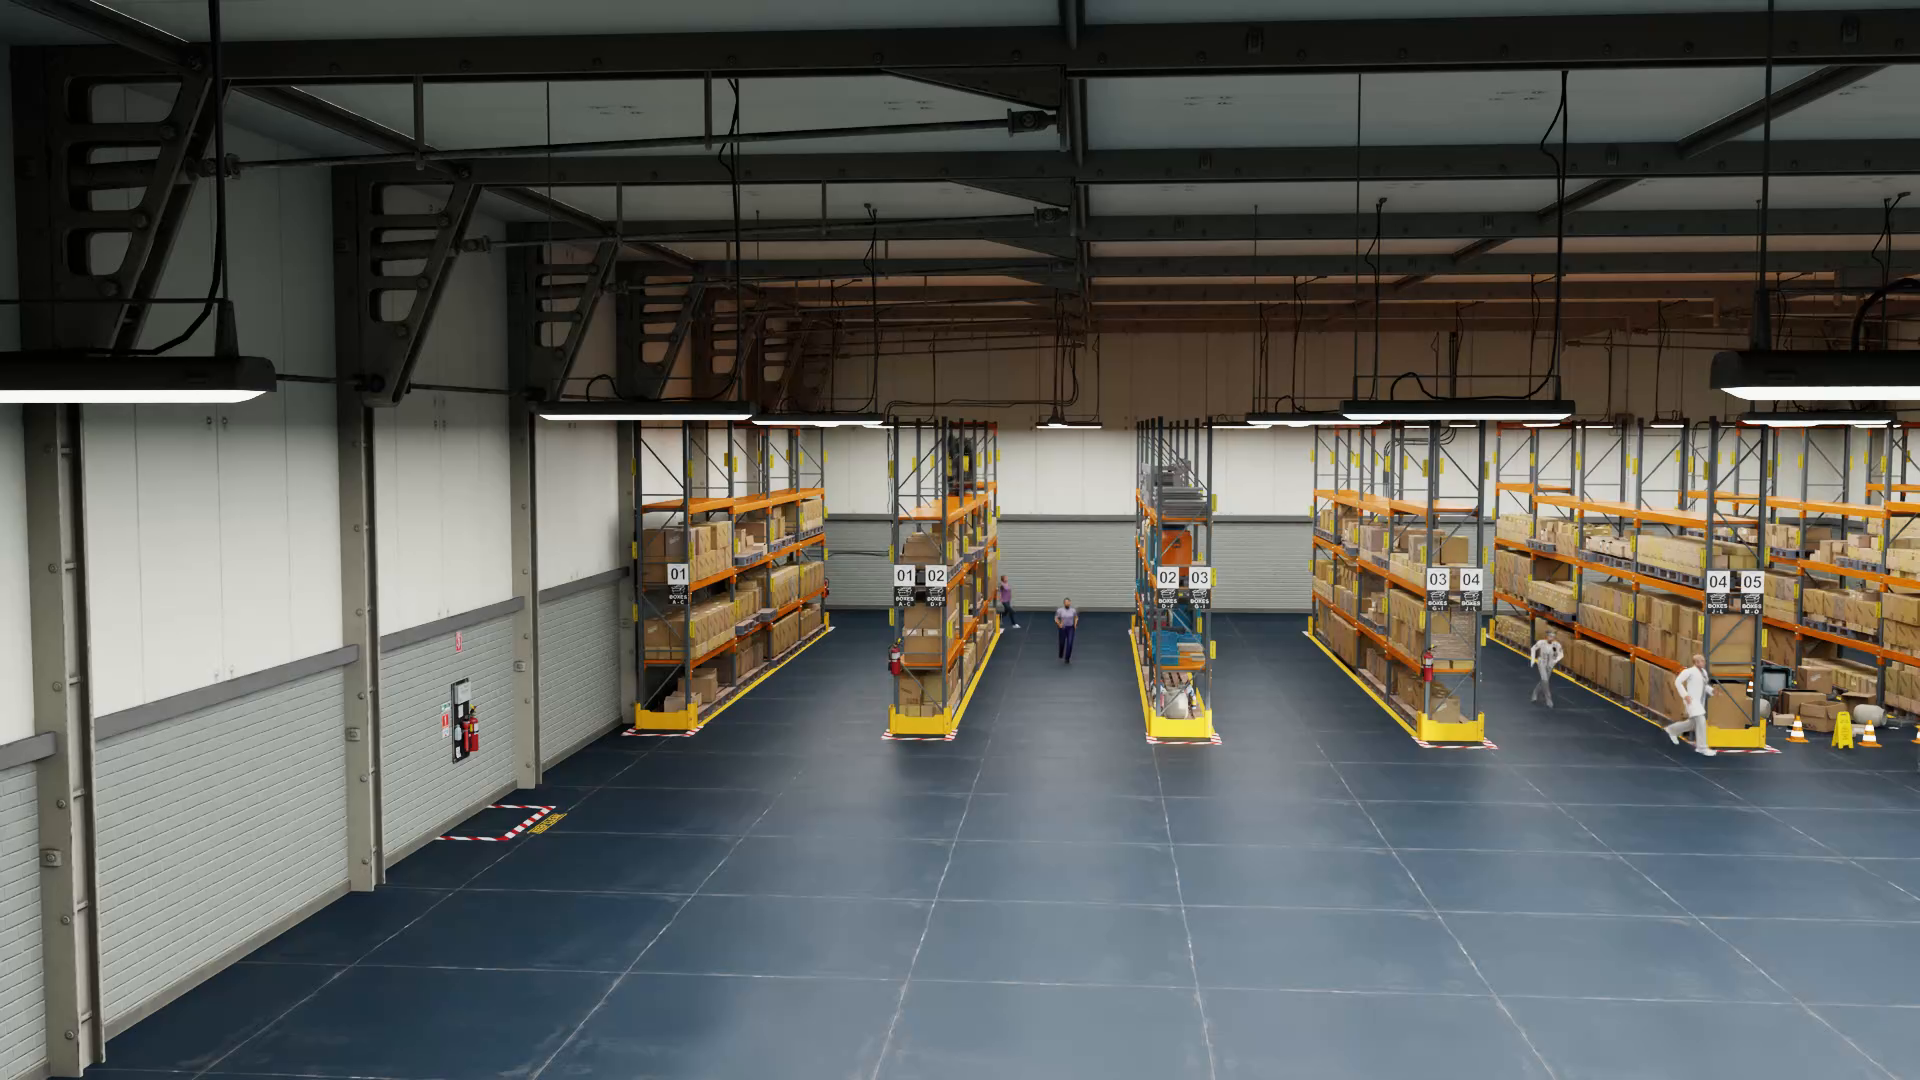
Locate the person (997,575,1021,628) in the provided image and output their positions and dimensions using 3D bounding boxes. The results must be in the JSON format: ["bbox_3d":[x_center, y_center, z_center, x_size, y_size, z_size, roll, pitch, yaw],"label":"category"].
[{"bbox_3d":[1.318,1.824,48.302,0.869,1.469,0.601,2,4,31],"label":"person"}]

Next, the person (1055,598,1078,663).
[{"bbox_3d":[2.647,2.243,41.230,0.595,1.579,0.560,0,4,-3],"label":"person"}]

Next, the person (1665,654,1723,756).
[{"bbox_3d":[13.032,2.907,29.661,0.685,1.770,1.008,-3,5,-38],"label":"person"}]

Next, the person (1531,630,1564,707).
[{"bbox_3d":[12.305,2.657,34.950,0.641,1.610,0.784,0,4,3],"label":"person"}]
